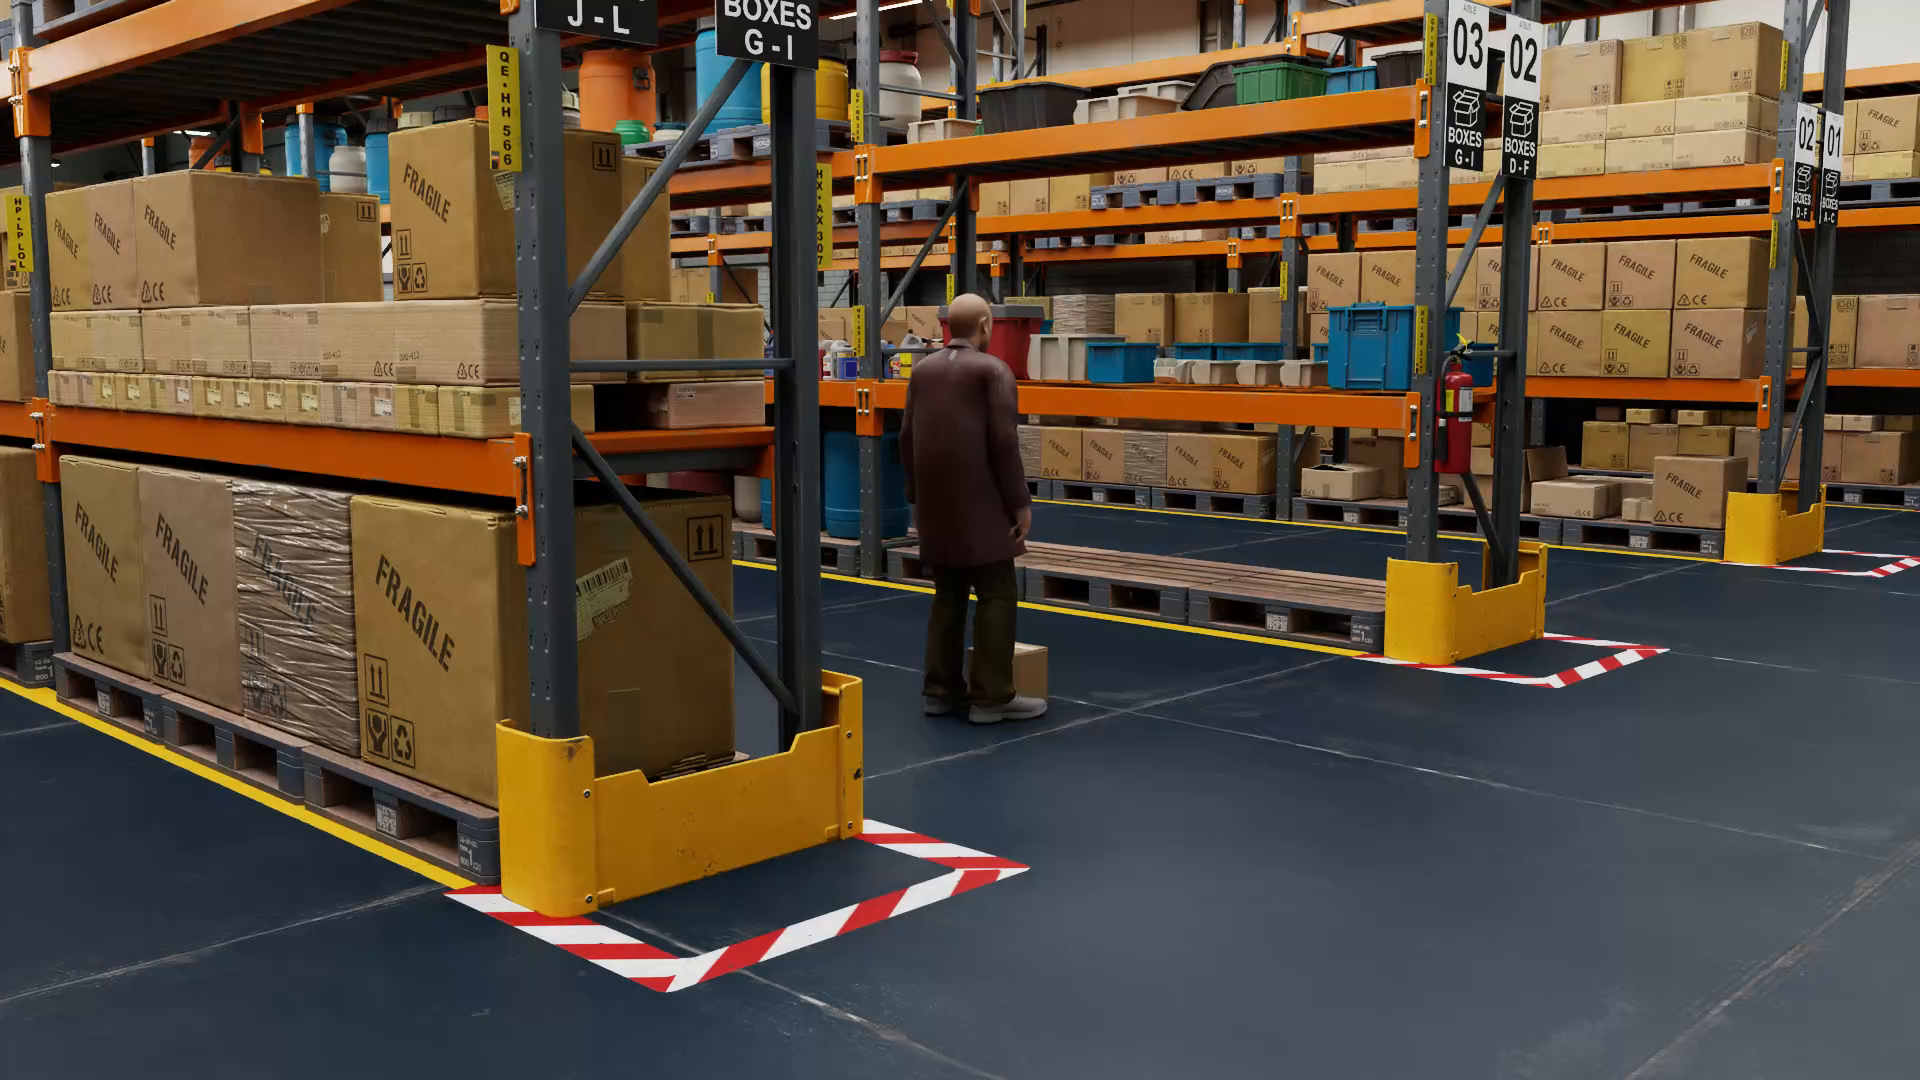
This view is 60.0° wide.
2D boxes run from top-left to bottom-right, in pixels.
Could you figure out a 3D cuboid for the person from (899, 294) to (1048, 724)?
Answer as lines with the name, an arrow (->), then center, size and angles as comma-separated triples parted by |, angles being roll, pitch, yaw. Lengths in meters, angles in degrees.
person -> 0.028, -0.142, 6.994 | 0.648, 1.772, 0.429 | 6, 9, 40
